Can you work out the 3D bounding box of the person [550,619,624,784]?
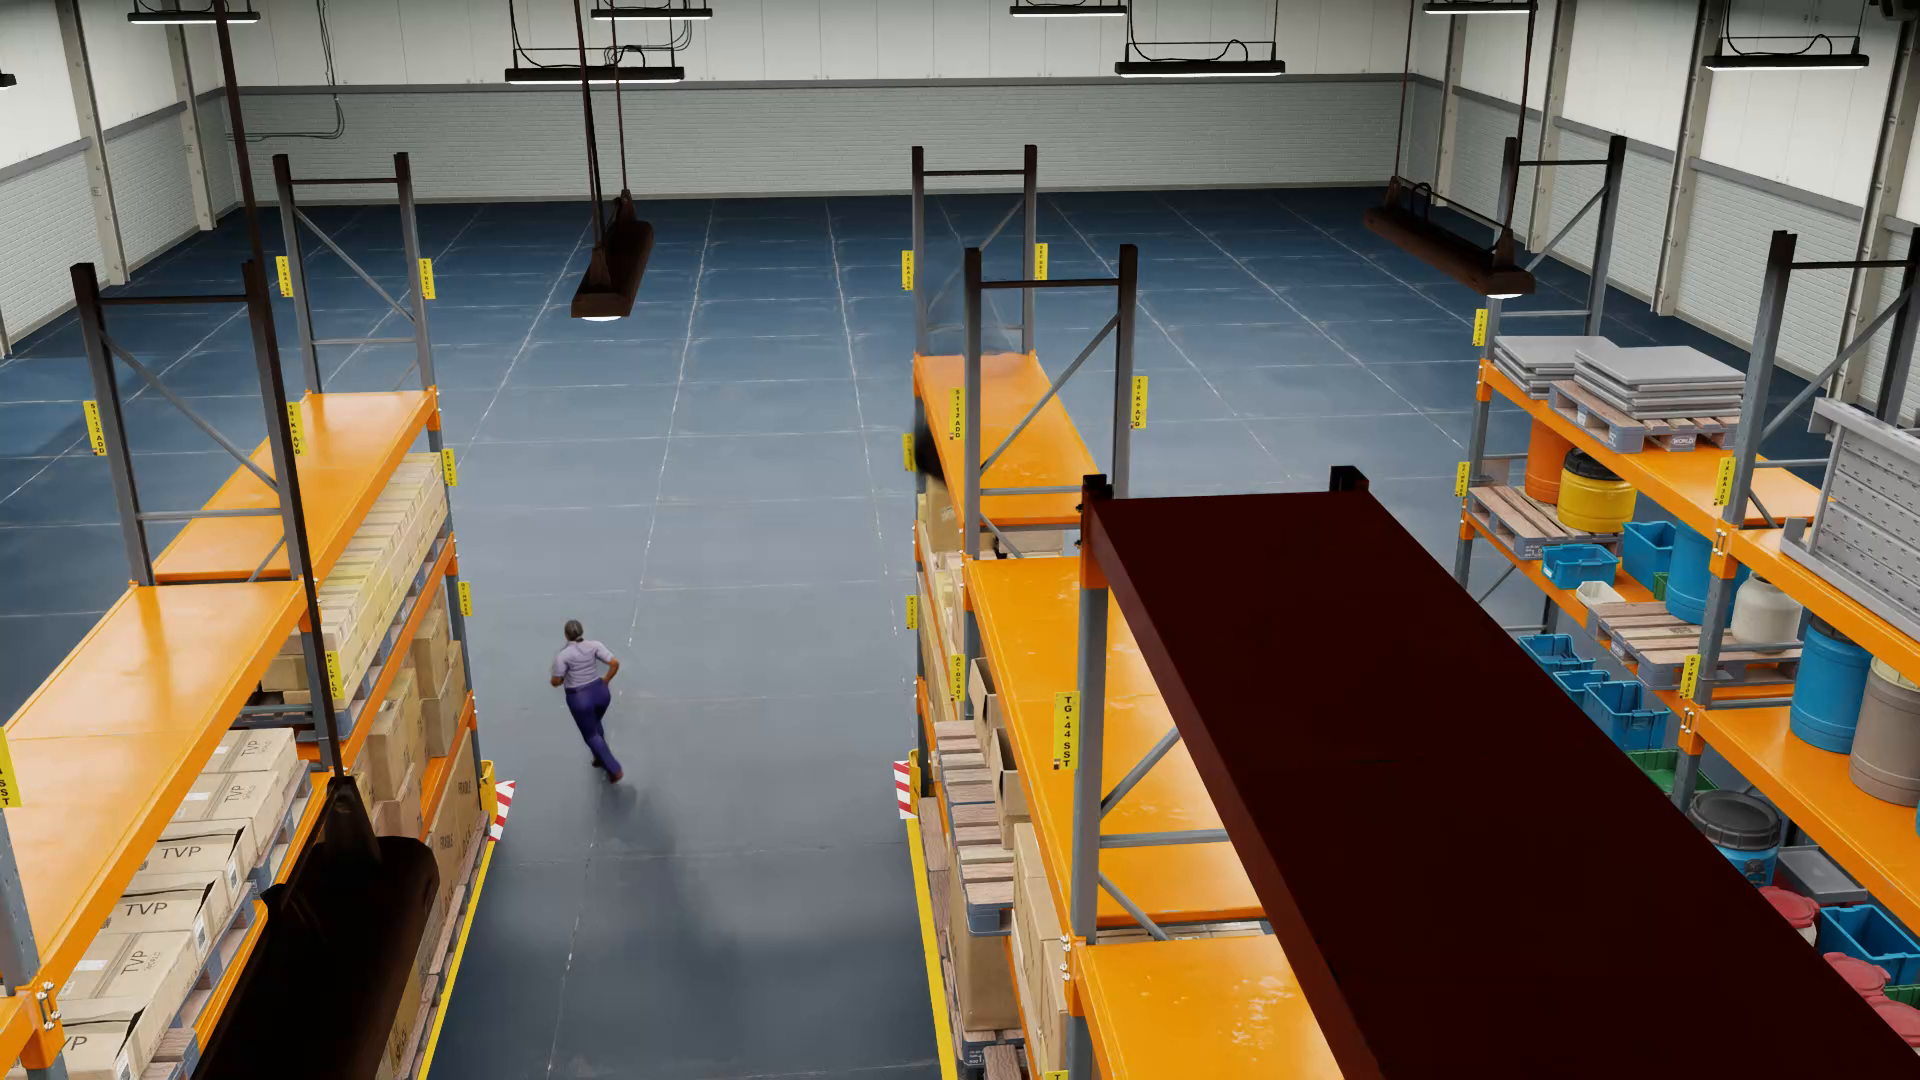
[{"bbox_3d":[-3.469,1.561,15.515,0.606,1.700,0.782,-19,29,-40],"label":"person"}]
